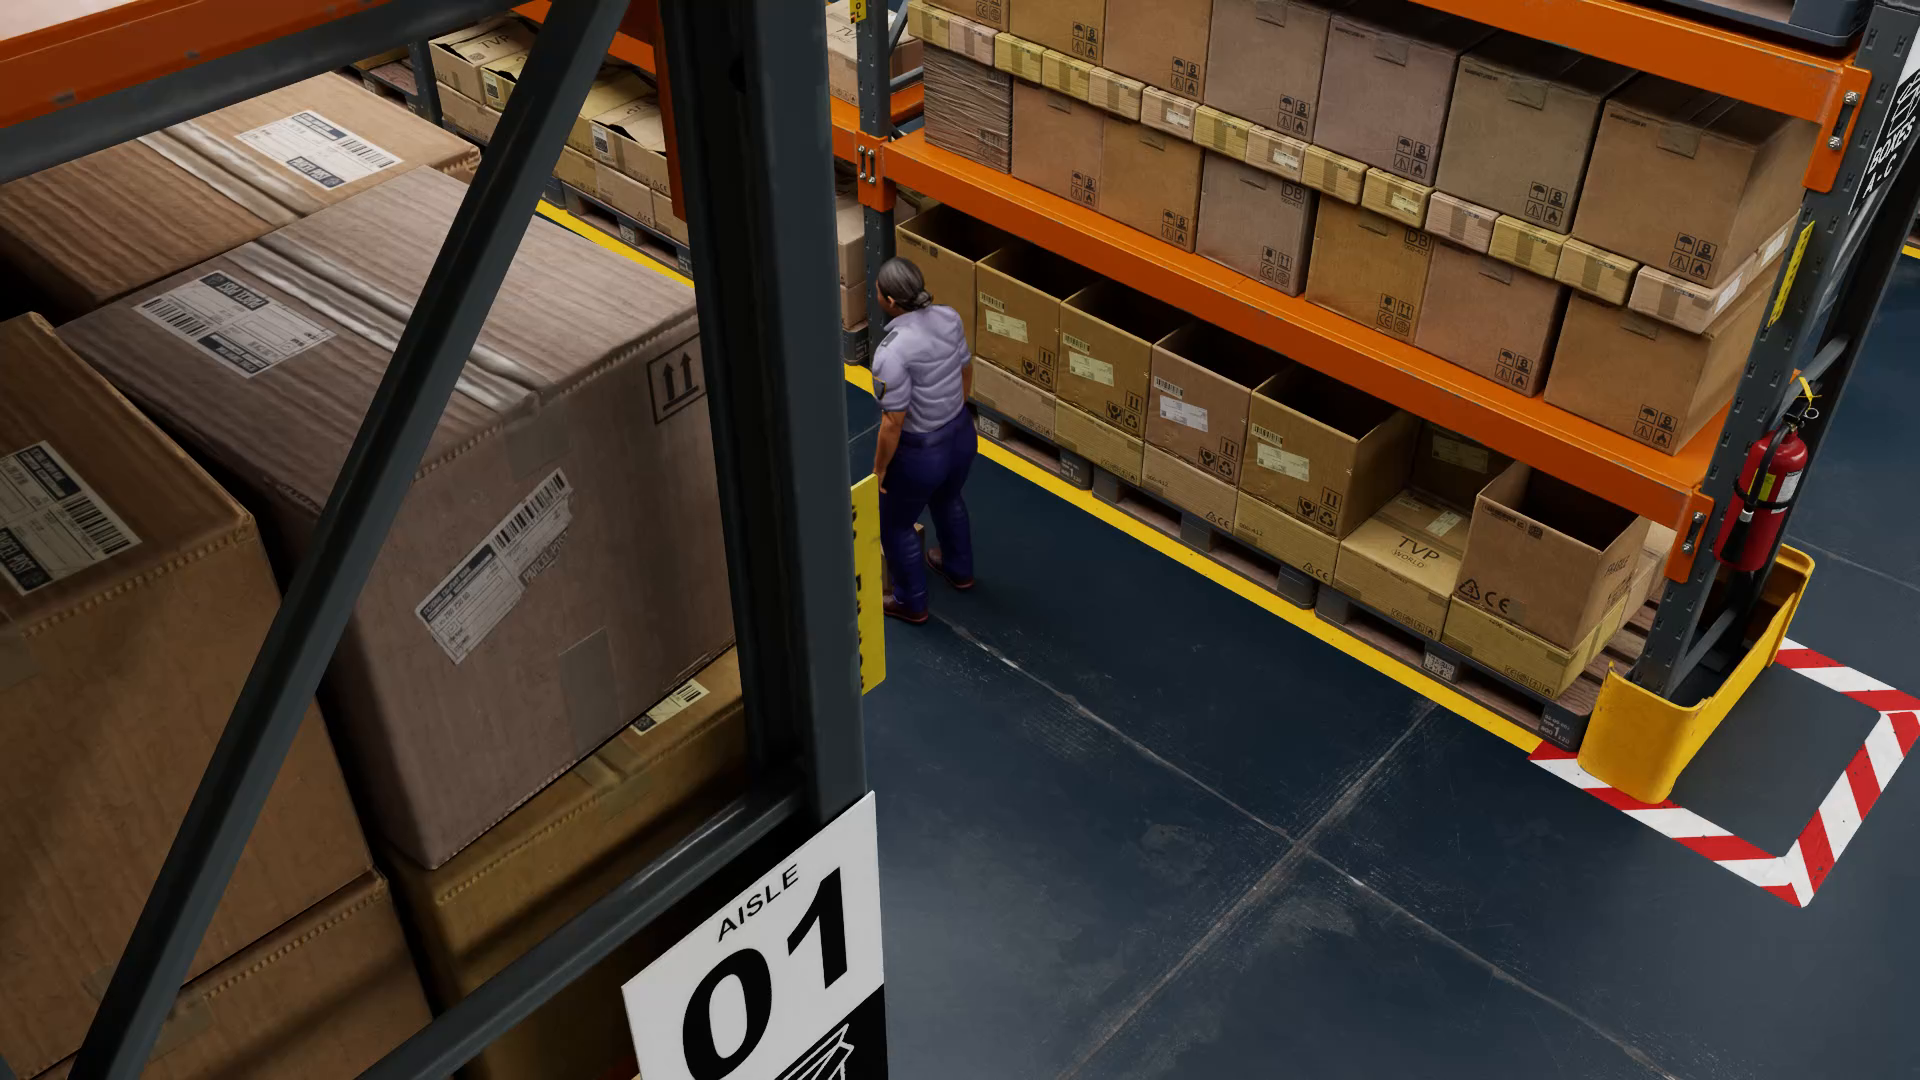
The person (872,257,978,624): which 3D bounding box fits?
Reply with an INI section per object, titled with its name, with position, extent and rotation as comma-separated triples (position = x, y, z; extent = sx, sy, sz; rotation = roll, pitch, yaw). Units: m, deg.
[person]
position = -0.149, -0.389, 6.633
extent = 0.376, 1.651, 0.556
rotation = 28, 47, 30
